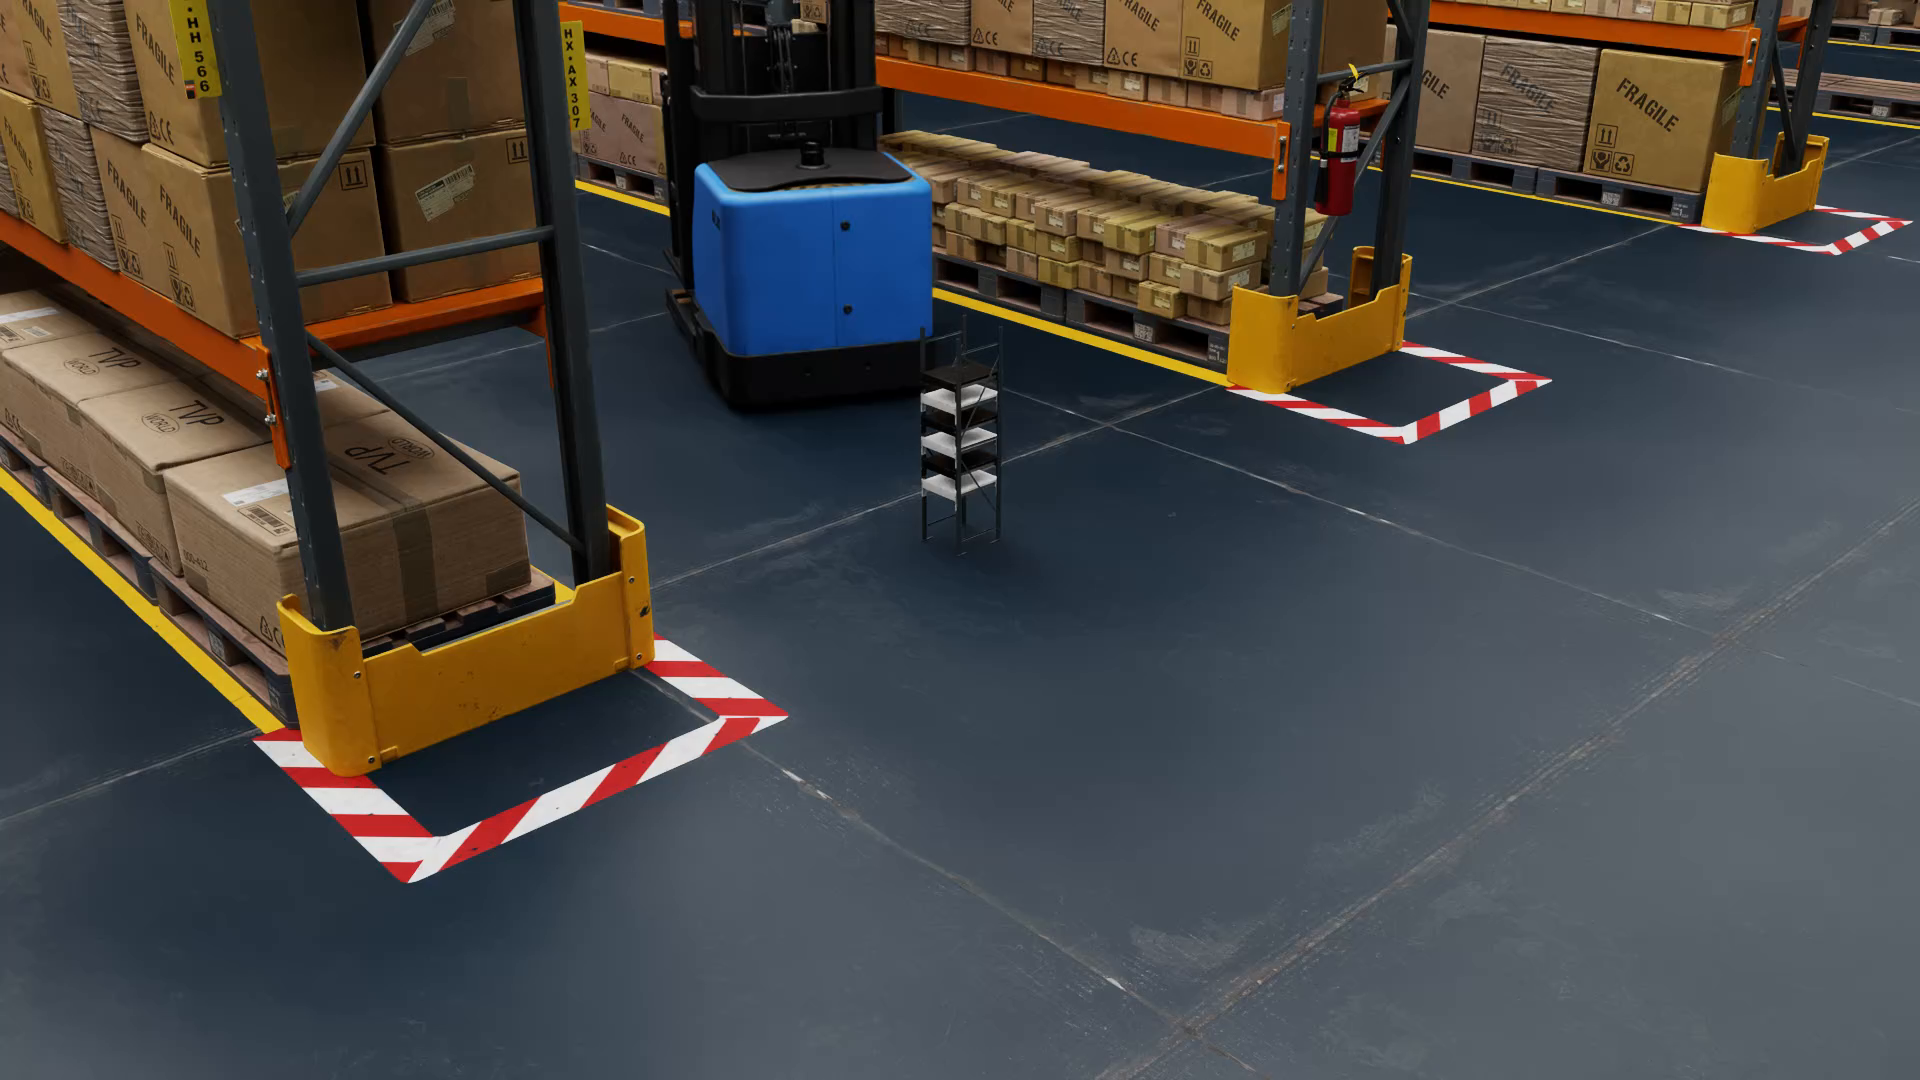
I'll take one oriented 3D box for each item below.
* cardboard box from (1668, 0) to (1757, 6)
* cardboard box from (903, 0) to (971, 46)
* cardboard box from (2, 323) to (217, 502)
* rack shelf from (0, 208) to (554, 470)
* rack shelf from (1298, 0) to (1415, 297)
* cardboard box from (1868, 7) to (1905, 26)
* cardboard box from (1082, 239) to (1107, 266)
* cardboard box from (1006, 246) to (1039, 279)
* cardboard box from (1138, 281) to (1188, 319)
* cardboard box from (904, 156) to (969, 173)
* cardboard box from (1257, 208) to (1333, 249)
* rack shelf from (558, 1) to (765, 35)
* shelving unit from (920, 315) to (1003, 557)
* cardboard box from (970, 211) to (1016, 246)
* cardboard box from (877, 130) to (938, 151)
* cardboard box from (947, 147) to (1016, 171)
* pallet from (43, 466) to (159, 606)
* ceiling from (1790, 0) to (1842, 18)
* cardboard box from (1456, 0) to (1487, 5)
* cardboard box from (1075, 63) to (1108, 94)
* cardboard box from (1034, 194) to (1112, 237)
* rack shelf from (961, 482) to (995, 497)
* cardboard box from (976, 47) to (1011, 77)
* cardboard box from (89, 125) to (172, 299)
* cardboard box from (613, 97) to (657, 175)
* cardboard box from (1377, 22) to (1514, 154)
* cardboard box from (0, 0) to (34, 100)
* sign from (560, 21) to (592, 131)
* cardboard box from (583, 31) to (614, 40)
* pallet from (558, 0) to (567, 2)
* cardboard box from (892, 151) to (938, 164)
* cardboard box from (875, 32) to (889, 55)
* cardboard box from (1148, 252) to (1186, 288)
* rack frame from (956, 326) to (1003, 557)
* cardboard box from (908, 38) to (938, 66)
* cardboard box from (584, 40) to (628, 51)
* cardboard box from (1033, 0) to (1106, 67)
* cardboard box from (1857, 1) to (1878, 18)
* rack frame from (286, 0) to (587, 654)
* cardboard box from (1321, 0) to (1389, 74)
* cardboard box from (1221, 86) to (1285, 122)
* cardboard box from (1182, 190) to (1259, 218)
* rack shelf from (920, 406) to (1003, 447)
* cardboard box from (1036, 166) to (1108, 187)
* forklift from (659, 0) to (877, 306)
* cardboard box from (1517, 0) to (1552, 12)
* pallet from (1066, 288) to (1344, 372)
[{"bbox_3d":[5.104,-3.794,11.274,0.500,0.250,0.500,-22,32,-39],"label":"cardboard box"},{"bbox_3d":[0.022,-3.139,9.538,0.500,0.500,0.500,-22,33,-39],"label":"cardboard box"},{"bbox_3d":[-3.375,-0.589,7.009,0.875,0.438,0.875,-22,33,-40],"label":"cardboard box"},{"bbox_3d":[-2.972,-1.123,6.463,1.077,0.370,4.000,-21,32,-38],"label":"rack shelf"},{"bbox_3d":[1.942,-2.280,8.133,0.949,2.616,0.053,-21,32,-38],"label":"rack shelf"},{"bbox_3d":[10.857,-6.140,19.478,0.380,0.166,0.250,-21,32,-38],"label":"cardboard box"},{"bbox_3d":[0.906,-1.655,9.333,0.380,0.149,0.250,-22,32,-39],"label":"cardboard box"},{"bbox_3d":[0.490,-1.646,9.673,0.380,0.149,0.250,-20,32,-37],"label":"cardboard box"},{"bbox_3d":[1.178,-1.322,8.963,0.380,0.149,0.250,-20,31,-37],"label":"cardboard box"},{"bbox_3d":[-0.161,-2.257,10.295,0.380,0.149,0.250,-22,33,-40],"label":"cardboard box"},{"bbox_3d":[1.830,-1.699,9.071,0.250,0.149,0.380,22,32,39],"label":"cardboard box"},{"bbox_3d":[-2.161,-3.858,12.224,0.919,0.124,3.809,-21,32,-38],"label":"rack shelf"},{"bbox_3d":[-1.090,-4.804,12.405,8.426,4.047,12.137,-21,32,-38],"label":"shelving unit"},{"bbox_3d":[0.281,-1.856,9.774,0.380,0.149,0.250,-21,32,-38],"label":"cardboard box"},{"bbox_3d":[-0.361,-2.621,11.094,0.380,0.149,0.250,-20,31,-37],"label":"cardboard box"},{"bbox_3d":[0.138,-2.381,10.567,0.380,0.149,0.250,-20,31,-37],"label":"cardboard box"},{"bbox_3d":[-3.038,-0.165,6.857,1.003,0.211,1.213,-21,32,-38],"label":"pallet"},{"bbox_3d":[10.258,-6.465,20.016,0.500,0.311,0.500,-21,32,-38],"label":"ceiling"},{"bbox_3d":[3.921,-4.097,12.419,0.380,0.149,0.250,-22,33,-40],"label":"cardboard box"},{"bbox_3d":[0.836,-2.500,8.918,0.250,0.149,0.380,22,33,39],"label":"cardboard box"},{"bbox_3d":[0.638,-1.829,9.357,0.380,0.149,0.250,-20,31,-37],"label":"cardboard box"},{"bbox_3d":[0.006,-0.226,6.640,0.199,0.015,0.184,-21,32,-38],"label":"rack shelf"},{"bbox_3d":[0.313,-2.744,9.454,0.380,0.149,0.250,-20,31,-37],"label":"cardboard box"},{"bbox_3d":[-2.459,-1.117,5.463,0.500,0.500,0.500,-22,33,-39],"label":"cardboard box"},{"bbox_3d":[-2.182,-3.009,12.238,0.500,0.500,0.500,-22,33,-40],"label":"cardboard box"},{"bbox_3d":[3.903,-3.596,13.073,0.875,0.875,0.875,-21,32,-38],"label":"cardboard box"},{"bbox_3d":[-3.164,-1.876,5.924,0.500,0.500,0.500,-22,32,-39],"label":"cardboard box"},{"bbox_3d":[-1.195,-1.429,5.131,0.100,0.325,0.005,-21,32,-38],"label":"sign"},{"bbox_3d":[-2.869,-3.965,13.429,0.500,0.250,0.500,-22,33,-40],"label":"cardboard box"},{"bbox_3d":[-2.963,-4.430,13.077,1.213,0.211,1.003,-21,32,-38],"label":"pallet"},{"bbox_3d":[-0.356,-2.329,10.454,0.392,0.149,0.269,-20,31,-37],"label":"cardboard box"},{"bbox_3d":[-0.388,-3.075,10.178,0.250,0.149,0.380,22,33,39],"label":"cardboard box"},{"bbox_3d":[1.231,-1.482,8.954,0.380,0.149,0.250,-22,33,-40],"label":"cardboard box"},{"bbox_3d":[0.075,-0.376,6.490,0.240,0.900,0.006,-21,32,-38],"label":"rack frame"},{"bbox_3d":[-0.082,-2.896,9.786,0.380,0.149,0.250,-21,32,-38],"label":"cardboard box"},{"bbox_3d":[-2.887,-3.666,12.775,0.500,0.250,0.500,-22,32,-39],"label":"cardboard box"},{"bbox_3d":[0.743,-2.831,8.863,0.500,0.500,0.500,-21,32,-38],"label":"cardboard box"},{"bbox_3d":[11.026,-6.391,20.049,0.380,0.149,0.250,-21,32,-38],"label":"cardboard box"},{"bbox_3d":[-1.607,-0.843,4.984,0.949,2.616,0.053,-21,32,-38],"label":"rack frame"},{"bbox_3d":[1.835,-2.674,8.518,0.500,0.500,0.500,-19,31,-36],"label":"cardboard box"},{"bbox_3d":[1.511,-2.183,8.224,0.380,0.149,0.250,-21,32,-38],"label":"cardboard box"},{"bbox_3d":[1.475,-1.861,9.427,0.380,0.149,0.250,-21,32,-39],"label":"cardboard box"},{"bbox_3d":[0.006,-0.459,6.534,0.258,0.077,0.200,-21,32,-38],"label":"rack shelf"},{"bbox_3d":[0.674,-2.141,10.040,0.380,0.149,0.250,-21,32,-38],"label":"cardboard box"},{"bbox_3d":[-3.636,-2.661,6.309,7.407,5.209,9.711,-8,26,-16],"label":"forklift"},{"bbox_3d":[4.269,-3.943,12.081,0.380,0.149,0.250,-21,32,-38],"label":"cardboard box"},{"bbox_3d":[1.358,-1.289,9.322,1.003,0.211,1.213,-21,32,-38],"label":"pallet"}]
